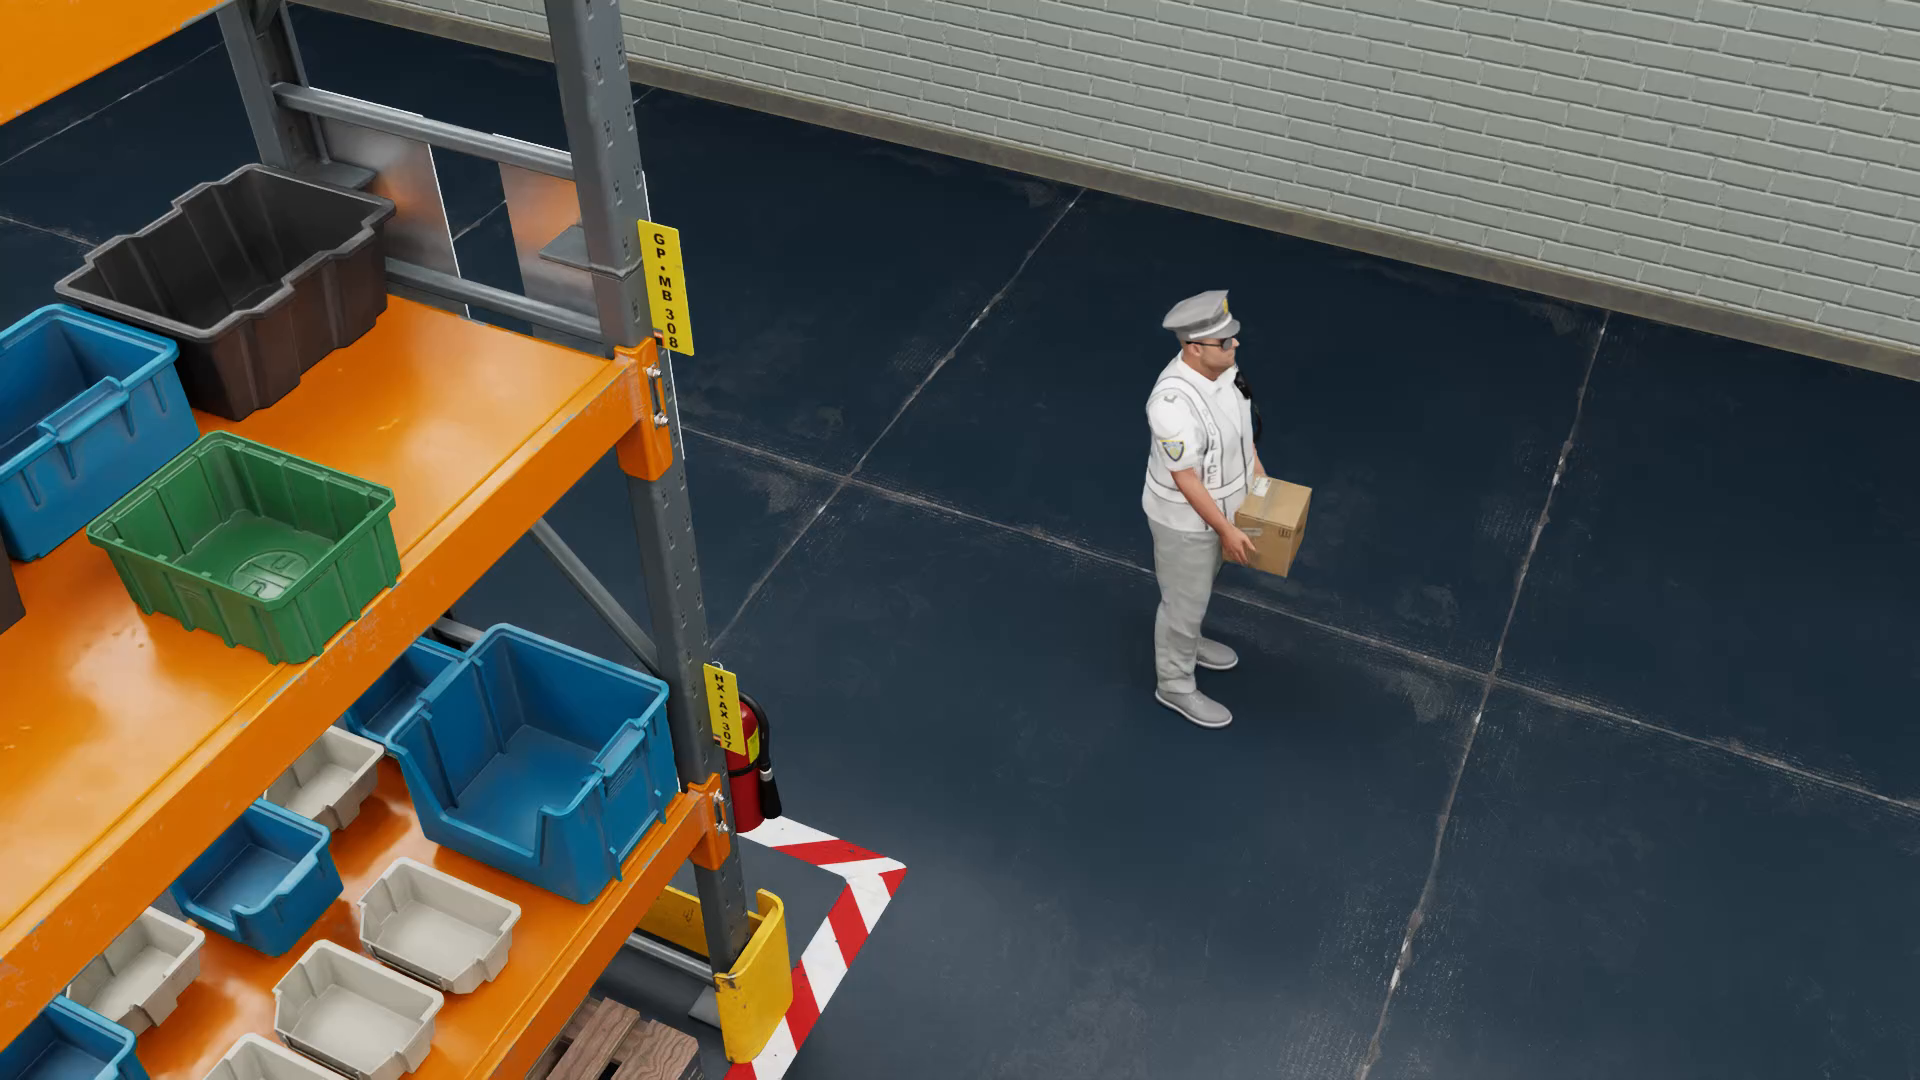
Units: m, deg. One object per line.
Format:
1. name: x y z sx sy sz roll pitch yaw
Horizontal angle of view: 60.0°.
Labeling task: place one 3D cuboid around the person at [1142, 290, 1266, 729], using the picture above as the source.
1. person: 0.948 -0.131 6.269 0.519 1.787 0.551 19 45 21
